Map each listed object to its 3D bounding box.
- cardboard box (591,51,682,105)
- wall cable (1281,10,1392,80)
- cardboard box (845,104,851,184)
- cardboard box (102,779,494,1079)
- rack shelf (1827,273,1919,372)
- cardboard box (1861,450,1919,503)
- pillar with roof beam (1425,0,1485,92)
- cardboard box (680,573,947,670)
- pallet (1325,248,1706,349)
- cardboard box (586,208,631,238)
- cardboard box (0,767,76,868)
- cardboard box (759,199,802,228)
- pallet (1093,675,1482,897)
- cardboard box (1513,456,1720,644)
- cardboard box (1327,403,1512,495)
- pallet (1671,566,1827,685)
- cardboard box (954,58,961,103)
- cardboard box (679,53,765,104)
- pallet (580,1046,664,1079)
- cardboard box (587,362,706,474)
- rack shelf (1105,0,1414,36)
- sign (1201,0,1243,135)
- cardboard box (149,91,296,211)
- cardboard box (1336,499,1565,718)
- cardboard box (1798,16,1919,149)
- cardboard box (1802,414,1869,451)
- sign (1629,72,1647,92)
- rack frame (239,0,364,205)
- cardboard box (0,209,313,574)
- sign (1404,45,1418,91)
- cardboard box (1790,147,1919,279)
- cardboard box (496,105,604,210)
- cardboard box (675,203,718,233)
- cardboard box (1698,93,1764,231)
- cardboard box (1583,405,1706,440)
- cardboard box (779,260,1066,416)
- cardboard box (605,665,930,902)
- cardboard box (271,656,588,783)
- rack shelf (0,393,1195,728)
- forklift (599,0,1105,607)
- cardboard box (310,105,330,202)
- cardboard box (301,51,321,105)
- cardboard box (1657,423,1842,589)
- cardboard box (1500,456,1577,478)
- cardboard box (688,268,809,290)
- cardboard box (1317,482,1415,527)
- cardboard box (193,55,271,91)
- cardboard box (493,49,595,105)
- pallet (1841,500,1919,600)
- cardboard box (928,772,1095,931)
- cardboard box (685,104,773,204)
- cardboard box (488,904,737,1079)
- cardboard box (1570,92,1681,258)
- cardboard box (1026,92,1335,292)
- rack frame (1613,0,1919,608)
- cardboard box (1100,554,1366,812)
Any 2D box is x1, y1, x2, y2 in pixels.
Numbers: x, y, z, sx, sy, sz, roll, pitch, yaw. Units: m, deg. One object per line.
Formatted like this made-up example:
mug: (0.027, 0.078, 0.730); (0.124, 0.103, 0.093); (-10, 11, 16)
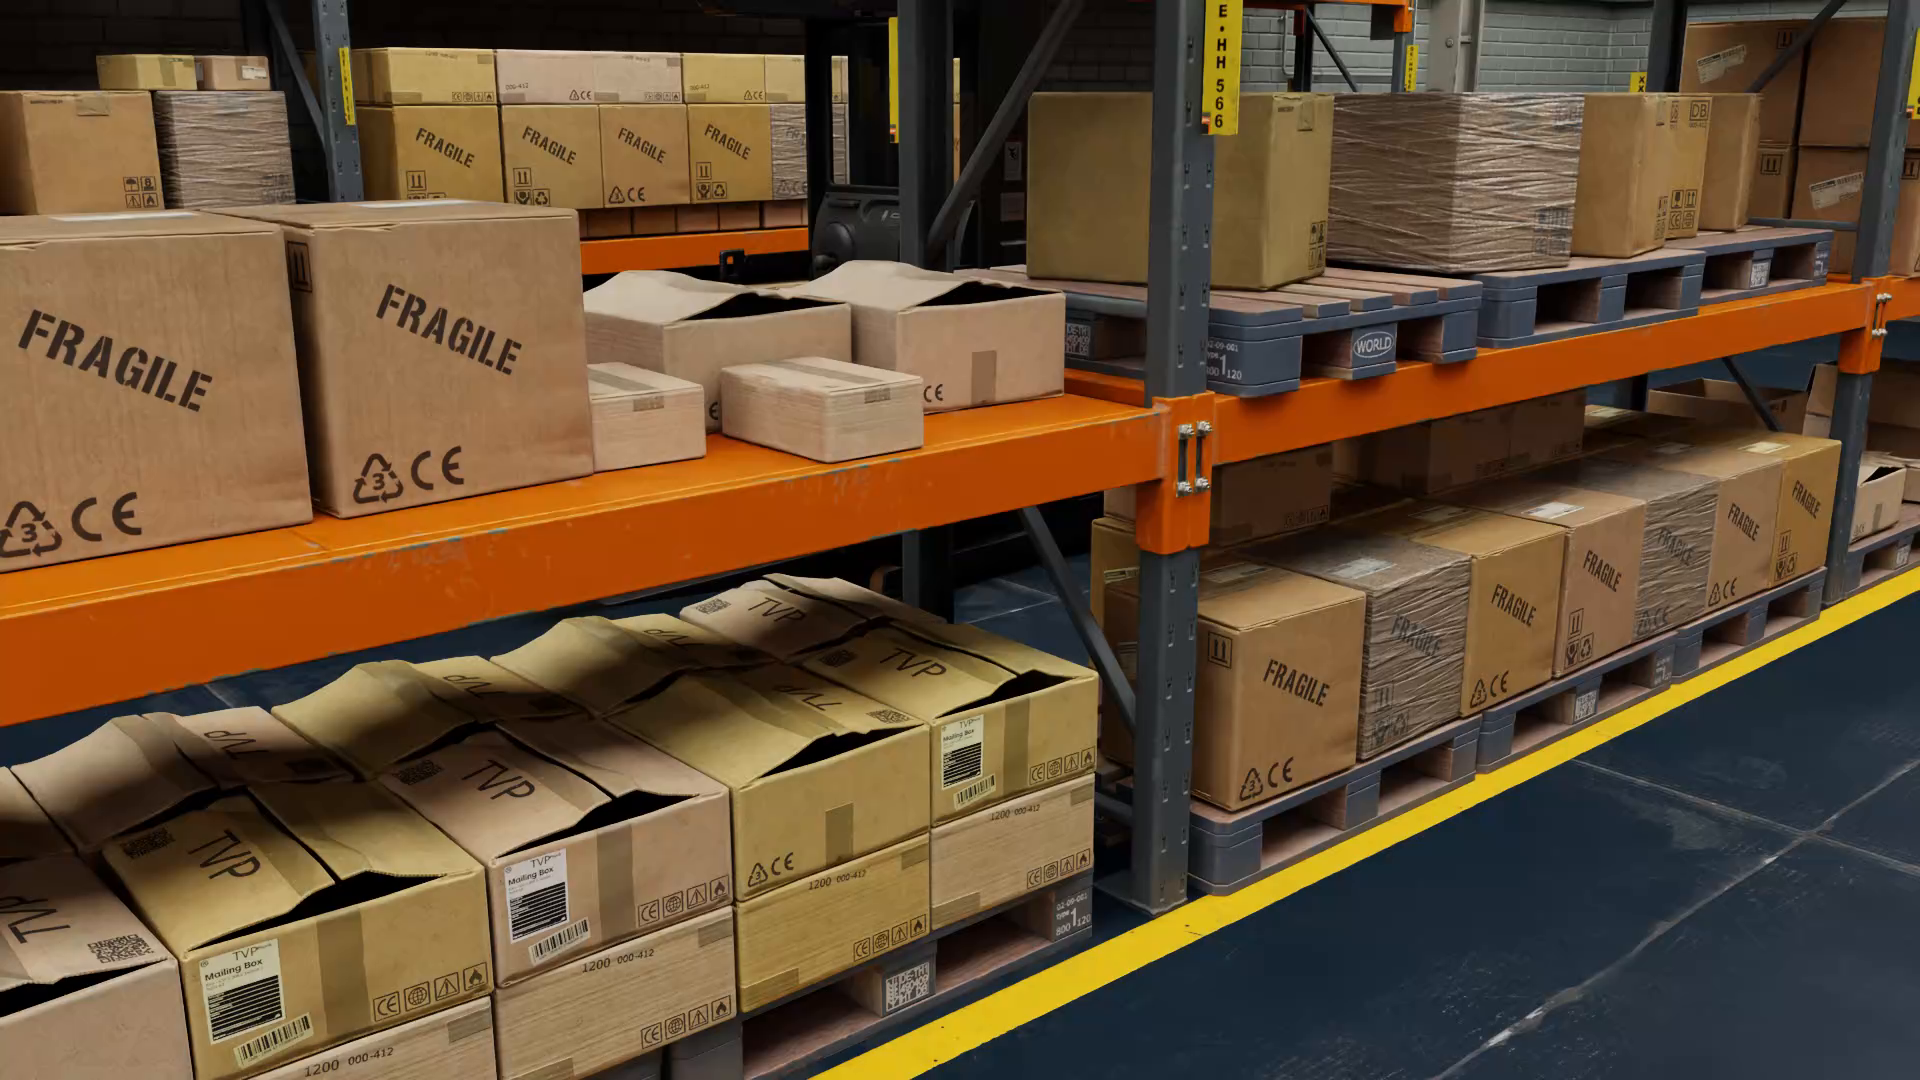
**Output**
cardboard box: (-1.756, -2.335, 8.416); (0.500, 0.250, 0.500); (-12, 19, -39)
wall cable: (3.333, -3.814, 14.249); (1.851, 1.984, 0.084); (-13, 19, -39)
cardboard box: (-0.590, -2.231, 9.481); (0.500, 0.500, 0.500); (-12, 19, -39)
cardboard box: (-1.176, 0.646, 2.945); (0.500, 0.311, 0.500); (-12, 19, -38)
rack shelf: (4.734, -1.272, 8.095); (4.000, 0.370, 1.077); (-13, 19, -39)
cardboard box: (4.330, -0.302, 7.707); (0.250, 0.166, 0.380); (-13, 19, -39)
pillar with roof beam: (7.283, -5.609, 11.310); (0.400, 9.000, 9.100); (-13, 19, -39)
cardboard box: (-0.380, 0.283, 4.307); (0.500, 0.311, 0.500); (-12, 19, -38)
pallet: (1.672, -0.841, 5.459); (1.213, 0.211, 1.003); (-13, 19, -39)
cardboard box: (-1.896, -1.648, 8.556); (0.250, 0.149, 0.380); (-12, 19, -38)
cardboard box: (-1.926, 0.631, 3.004); (0.500, 0.311, 0.500); (-13, 20, -40)
cardboard box: (-1.086, -1.814, 9.177); (0.250, 0.149, 0.380); (-13, 20, -41)
pallet: (0.796, 0.625, 5.003); (1.213, 0.211, 1.003); (-13, 19, -39)
cardboard box: (2.284, 0.020, 5.853); (0.500, 0.500, 0.500); (-12, 19, -39)
cardboard box: (1.568, -0.359, 5.821); (0.500, 0.250, 0.500); (-13, 20, -40)
pallet: (2.637, 0.211, 6.550); (1.213, 0.211, 1.003); (-13, 19, -39)
cardboard box: (-0.214, -2.680, 9.709); (0.500, 0.250, 0.500); (-12, 19, -38)
cardboard box: (-1.375, -2.422, 8.744); (0.500, 0.250, 0.500); (-13, 20, -40)
pallet: (-1.359, 1.081, 3.294); (1.213, 0.211, 1.003); (-13, 19, -39)
cardboard box: (-0.717, -0.255, 3.380); (0.250, 0.149, 0.380); (-11, 18, -35)
rack shelf: (1.479, -3.685, 11.316); (4.000, 0.370, 1.077); (-13, 19, -39)
sign: (0.575, -1.055, 3.645); (0.005, 0.325, 0.100); (-13, 19, -39)
cardboard box: (-3.395, -1.747, 7.430); (0.700, 0.500, 0.500); (13, 20, 40)
cardboard box: (1.512, 0.196, 5.194); (0.500, 0.500, 0.500); (-13, 20, -40)
cardboard box: (3.765, -1.838, 6.686); (0.500, 0.500, 0.500); (-12, 19, -38)
cardboard box: (4.035, -0.473, 8.068); (0.500, 0.311, 0.500); (-13, 19, -39)
sign: (2.863, -1.804, 7.013); (0.005, 0.325, 0.100); (-13, 19, -39)
rack frame: (-3.047, -1.567, 7.805); (0.127, 3.000, 1.000); (-13, 19, -39)
cardboard box: (-1.444, -0.275, 2.774); (0.500, 0.500, 0.500); (-13, 19, -39)
sign: (3.334, -3.488, 12.294); (0.005, 0.325, 0.100); (-13, 19, -39)
cardboard box: (3.789, -1.363, 6.846); (0.500, 0.500, 0.500); (-12, 19, -38)
cardboard box: (-2.111, -1.888, 8.198); (0.500, 0.500, 0.500); (-12, 19, -38)
cardboard box: (-1.496, -1.728, 8.856); (0.250, 0.149, 0.380); (-13, 19, -39)
cardboard box: (2.721, -1.496, 6.529); (0.700, 0.500, 0.500); (8, 17, 28)
cardboard box: (2.700, -0.252, 6.870); (0.500, 0.500, 0.500); (-14, 20, -42)
cardboard box: (-0.095, -0.507, 4.010); (0.500, 0.311, 0.500); (-11, 19, -36)
cardboard box: (-0.413, 0.477, 3.579); (0.500, 0.311, 0.500); (-13, 20, -40)
cardboard box: (-1.157, 0.459, 3.646); (0.500, 0.311, 0.500); (-13, 20, -41)
rack shelf: (-1.301, 0.083, 3.021); (4.000, 0.370, 1.077); (-13, 19, -39)
forklift: (-0.441, -1.302, 6.944); (1.130, 2.935, 3.031); (14, 21, 43)
cardboard box: (-2.864, -1.900, 8.243); (0.500, 0.500, 0.500); (-12, 19, -39)
cardboard box: (-2.875, -2.259, 8.131); (0.500, 0.250, 0.500); (-12, 19, -38)
cardboard box: (3.041, -0.147, 6.478); (0.500, 0.500, 0.500); (-13, 20, -40)
cardboard box: (1.923, -0.076, 6.213); (0.500, 0.500, 0.500); (-12, 19, -39)
cardboard box: (-1.103, -1.123, 9.492); (0.750, 0.750, 0.750); (-12, 19, -38)
cardboard box: (1.150, 0.100, 5.555); (0.500, 0.500, 0.500); (-14, 20, -41)
cardboard box: (-3.287, -2.077, 7.411); (0.380, 0.149, 0.250); (13, 20, 40)
cardboard box: (-2.130, -2.249, 8.096); (0.500, 0.250, 0.500); (-13, 20, -40)
pallet: (3.744, -0.050, 7.529); (1.213, 0.211, 1.003); (-13, 19, -39)
cardboard box: (-0.029, 0.659, 3.986); (0.500, 0.250, 0.500); (-12, 19, -38)
cardboard box: (-1.348, -2.062, 8.848); (0.500, 0.500, 0.500); (-12, 19, -38)
cardboard box: (-0.797, 0.831, 3.340); (0.500, 0.250, 0.500); (-12, 19, -38)
cardboard box: (1.933, -1.221, 5.501); (0.700, 0.500, 0.500); (10, 18, 33)
cardboard box: (0.609, -0.983, 4.611); (0.700, 0.500, 0.500); (8, 17, 28)
rack frame: (3.225, -1.281, 6.734); (0.127, 3.000, 1.000); (-13, 19, -39)
cardboard box: (0.739, 0.370, 4.543); (0.500, 0.500, 0.500); (-12, 19, -37)
